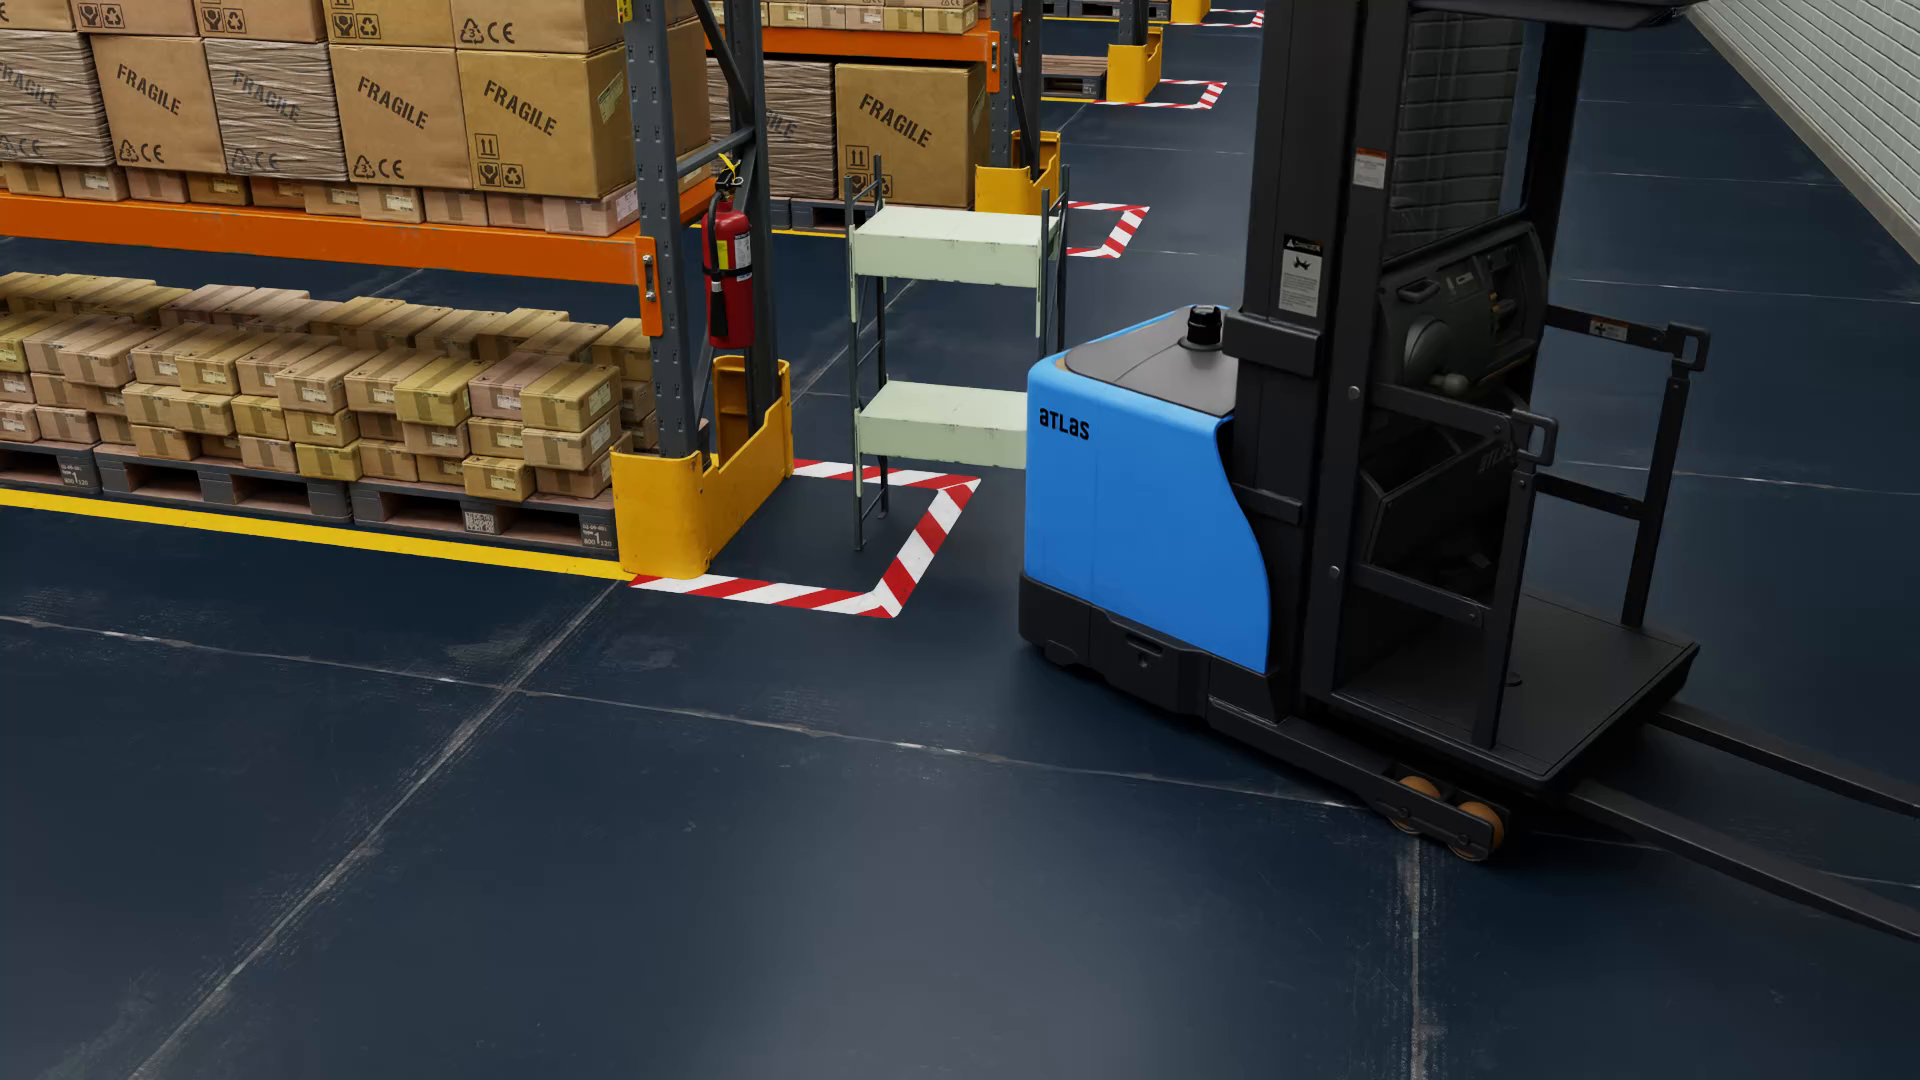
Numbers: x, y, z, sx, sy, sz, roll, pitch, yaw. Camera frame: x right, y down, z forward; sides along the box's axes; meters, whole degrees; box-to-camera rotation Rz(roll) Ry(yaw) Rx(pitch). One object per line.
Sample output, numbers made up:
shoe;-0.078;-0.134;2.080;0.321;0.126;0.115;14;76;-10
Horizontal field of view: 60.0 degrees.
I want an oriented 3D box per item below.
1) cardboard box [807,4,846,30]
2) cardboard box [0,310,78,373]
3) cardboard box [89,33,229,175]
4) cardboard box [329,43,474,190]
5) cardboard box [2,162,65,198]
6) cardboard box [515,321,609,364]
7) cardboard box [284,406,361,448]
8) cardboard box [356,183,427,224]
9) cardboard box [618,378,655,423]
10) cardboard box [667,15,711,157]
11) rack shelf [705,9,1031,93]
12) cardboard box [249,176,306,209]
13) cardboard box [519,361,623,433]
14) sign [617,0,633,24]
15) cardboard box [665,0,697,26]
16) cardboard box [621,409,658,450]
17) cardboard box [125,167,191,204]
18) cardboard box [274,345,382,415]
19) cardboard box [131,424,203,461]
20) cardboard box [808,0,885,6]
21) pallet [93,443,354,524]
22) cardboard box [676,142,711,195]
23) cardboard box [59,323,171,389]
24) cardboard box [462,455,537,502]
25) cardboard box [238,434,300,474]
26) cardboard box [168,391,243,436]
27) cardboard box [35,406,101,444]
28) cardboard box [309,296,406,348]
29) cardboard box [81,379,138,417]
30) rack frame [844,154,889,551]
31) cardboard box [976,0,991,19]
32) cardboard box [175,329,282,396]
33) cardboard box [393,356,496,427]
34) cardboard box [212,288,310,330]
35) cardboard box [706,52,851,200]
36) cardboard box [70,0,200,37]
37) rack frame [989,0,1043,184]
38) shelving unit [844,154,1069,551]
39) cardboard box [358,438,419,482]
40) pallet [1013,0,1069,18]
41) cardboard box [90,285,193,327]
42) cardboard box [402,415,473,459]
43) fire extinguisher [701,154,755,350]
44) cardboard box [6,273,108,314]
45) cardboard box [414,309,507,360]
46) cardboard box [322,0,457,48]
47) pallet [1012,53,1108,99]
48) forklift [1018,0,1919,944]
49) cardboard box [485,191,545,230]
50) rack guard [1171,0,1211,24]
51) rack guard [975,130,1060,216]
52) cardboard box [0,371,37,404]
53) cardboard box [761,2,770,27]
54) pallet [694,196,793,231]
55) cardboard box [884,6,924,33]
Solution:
cardboard box;-0.793;-3.371;10.634;0.250;0.149;0.380;7;26;14
cardboard box;-4.045;-0.863;7.209;0.250;0.149;0.380;6;26;12
cardboard box;-2.932;-1.733;6.439;0.500;0.500;0.500;8;27;16
cardboard box;-1.959;-1.626;6.212;0.500;0.500;0.500;6;26;12
cardboard box;-3.613;-1.507;6.718;0.250;0.149;0.380;7;26;14
cardboard box;-1.682;-0.796;7.068;0.250;0.149;0.380;7;26;14
cardboard box;-2.553;-0.527;6.850;0.250;0.149;0.380;7;26;14
cardboard box;-2.079;-1.332;6.351;0.250;0.149;0.380;7;26;14
cardboard box;-1.405;-0.647;7.102;0.250;0.149;0.380;7;26;15
cardboard box;-1.328;-1.790;6.559;0.500;0.500;0.500;8;26;15
rack shelf;-1.566;-3.391;11.220;4.000;0.370;1.077;6;26;13
cardboard box;-2.574;-1.426;6.548;0.250;0.149;0.380;5;26;11
cardboard box;-1.538;-0.570;6.594;0.250;0.149;0.380;7;26;14
sign;-1.119;-1.884;5.504;0.005;0.325;0.100;6;26;13
cardboard box;-1.331;-2.237;6.334;0.500;0.500;0.500;6;26;13
cardboard box;-1.390;-0.540;7.222;0.250;0.149;0.380;7;26;14
cardboard box;-3.084;-1.466;6.632;0.250;0.149;0.380;7;26;15
cardboard box;-2.558;-0.655;6.773;0.250;0.149;0.380;7;26;15
cardboard box;-3.296;-0.484;7.104;0.250;0.149;0.380;6;26;12
cardboard box;-0.655;-3.564;10.576;0.500;0.250;0.500;6;26;12
pallet;-2.991;-0.430;7.408;1.213;0.211;1.003;6;26;13
cardboard box;-1.194;-1.506;6.715;0.250;0.149;0.380;6;26;13
cardboard box;-3.560;-0.784;7.042;0.250;0.149;0.380;7;26;14
cardboard box;-1.798;-0.305;6.729;0.250;0.149;0.380;7;26;15
cardboard box;-2.797;-0.429;6.990;0.250;0.149;0.380;7;26;14
cardboard box;-3.070;-0.580;6.961;0.250;0.149;0.380;7;26;14
cardboard box;-3.794;-0.566;7.277;0.250;0.149;0.380;6;26;12
cardboard box;-2.664;-0.949;7.390;0.250;0.149;0.380;7;26;14
cardboard box;-3.531;-0.671;7.151;0.250;0.149;0.380;8;26;15
rack frame;-0.361;-0.717;6.511;0.023;1.500;0.400;6;26;13
cardboard box;0.110;-3.564;11.038;0.250;0.149;0.380;7;26;14
cardboard box;-3.047;-0.746;6.963;0.250;0.149;0.380;6;26;13
cardboard box;-2.049;-0.596;6.647;0.250;0.149;0.380;6;26;12
cardboard box;-3.145;-1.008;7.514;0.250;0.149;0.380;5;26;11
cardboard box;-1.150;-2.865;11.261;0.875;0.875;0.875;6;26;13
cardboard box;-2.977;-2.186;6.226;0.500;0.500;0.500;5;26;11
rack frame;0.371;-3.502;10.616;0.127;3.000;1.000;6;26;13
shelving unit;-0.006;-0.678;6.429;0.755;1.500;0.431;6;26;13
cardboard box;-2.275;-0.390;6.908;0.250;0.149;0.380;7;26;14
pallet;0.818;-6.591;20.349;1.213;0.211;1.003;6;26;13
cardboard box;-3.694;-1.023;7.544;0.250;0.149;0.380;7;26;15
cardboard box;-2.048;-0.477;6.745;0.250;0.149;0.380;5;26;11
fire extinguisher;-0.833;-1.025;5.938;0.183;0.674;0.296;6;26;13
cardboard box;-4.169;-1.107;7.721;0.250;0.149;0.380;7;26;14
cardboard box;-2.155;-0.868;7.220;0.250;0.149;0.380;5;26;10
cardboard box;-1.958;-2.078;6.001;0.500;0.500;0.500;5;26;11
pallet;0.816;-4.409;15.766;1.213;0.211;1.003;6;26;13
forklift;1.623;-0.622;4.720;3.031;2.867;1.129;22;33;38
cardboard box;-1.580;-1.294;6.270;0.250;0.149;0.380;6;26;13
rack guard;2.769;-6.505;19.832;0.348;0.500;1.175;6;26;13
rack guard;0.395;-2.371;11.148;0.348;0.500;1.175;6;26;13
cardboard box;-4.052;-0.740;7.297;0.250;0.149;0.380;6;26;13
cardboard box;-1.296;-3.426;10.748;0.250;0.149;0.380;6;26;13
pallet;-1.600;-2.427;11.603;1.213;0.211;1.003;6;26;13
cardboard box;-0.308;-3.317;10.519;0.250;0.149;0.380;7;26;14
